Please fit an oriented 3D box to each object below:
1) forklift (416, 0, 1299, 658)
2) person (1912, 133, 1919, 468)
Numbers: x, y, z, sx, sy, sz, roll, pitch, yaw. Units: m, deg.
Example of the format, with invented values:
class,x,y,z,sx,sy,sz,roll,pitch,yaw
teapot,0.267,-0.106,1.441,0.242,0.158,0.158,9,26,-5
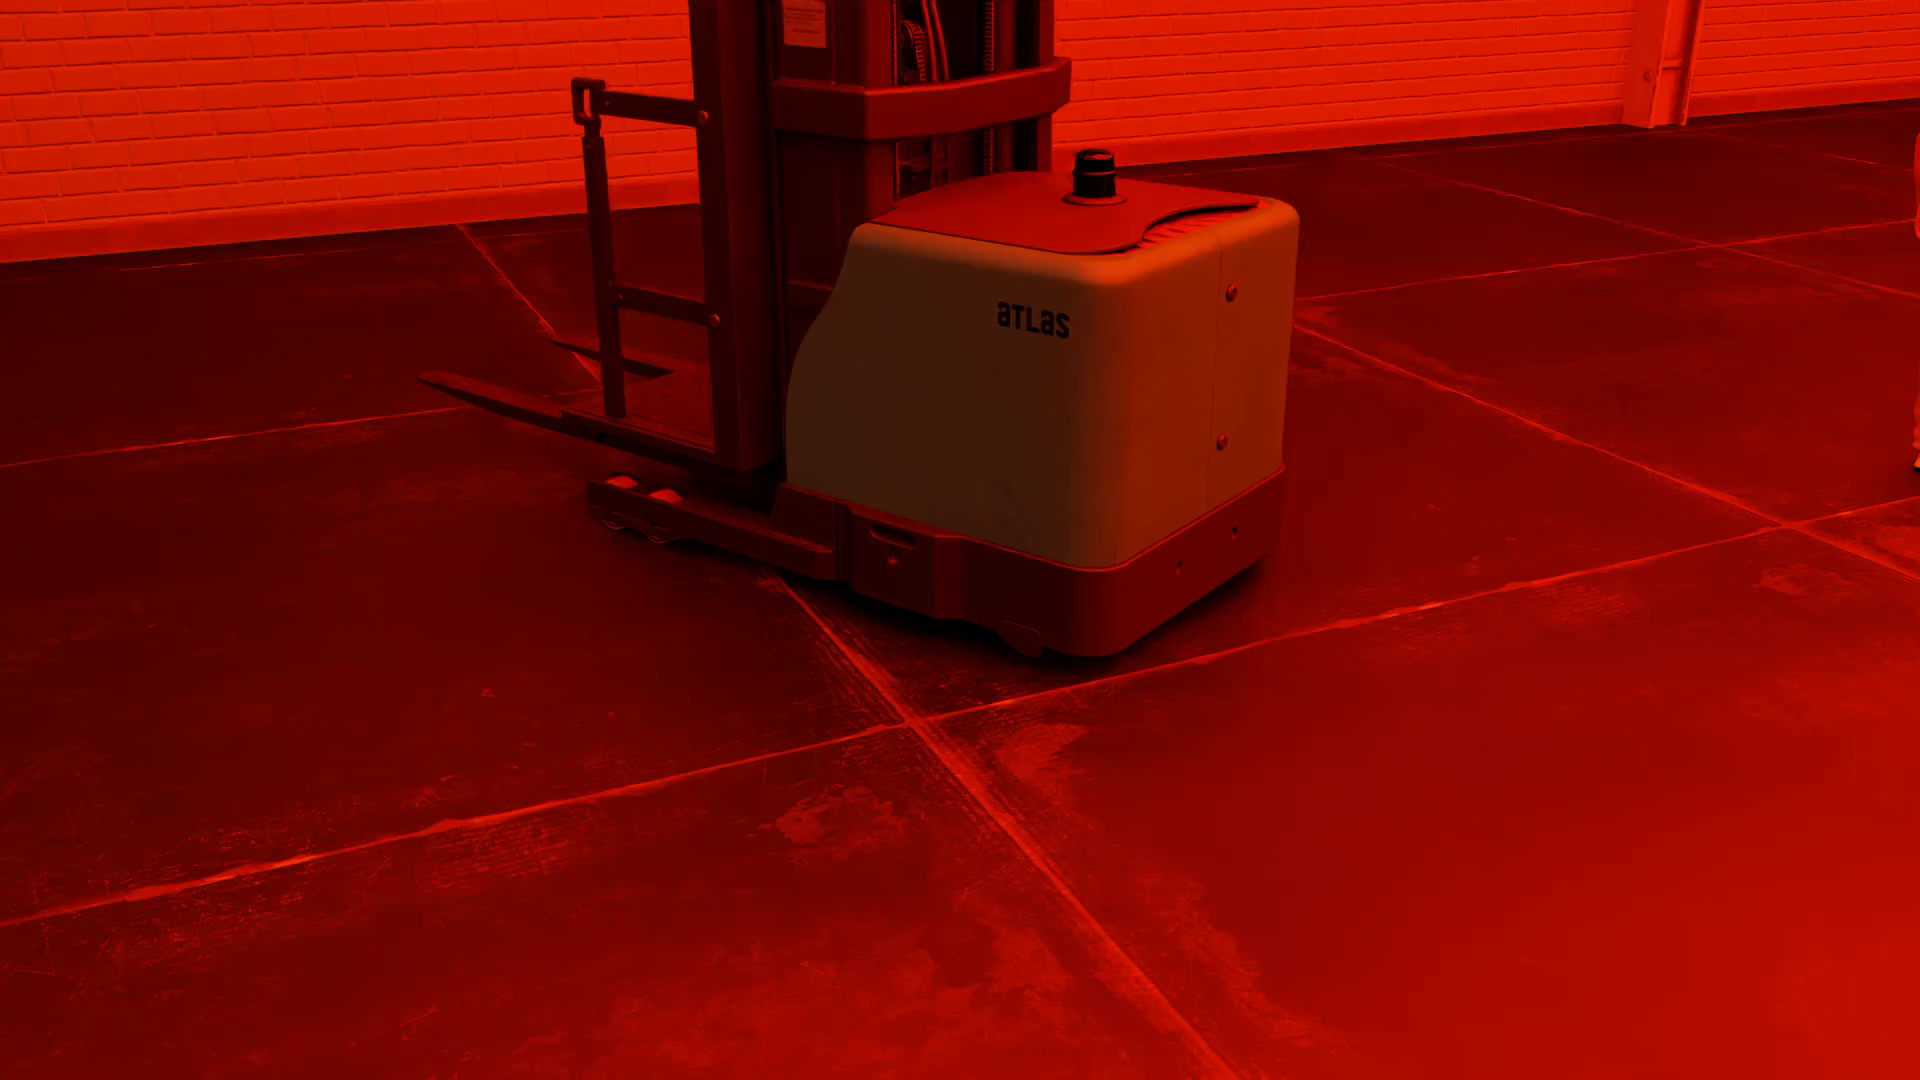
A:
class,x,y,z,sx,sy,sz,roll,pitch,yaw
forklift,-0.538,-1.485,4.860,3.031,2.935,1.130,16,28,34
person,3.377,-1.030,5.383,0.548,1.673,0.549,-13,26,-29
